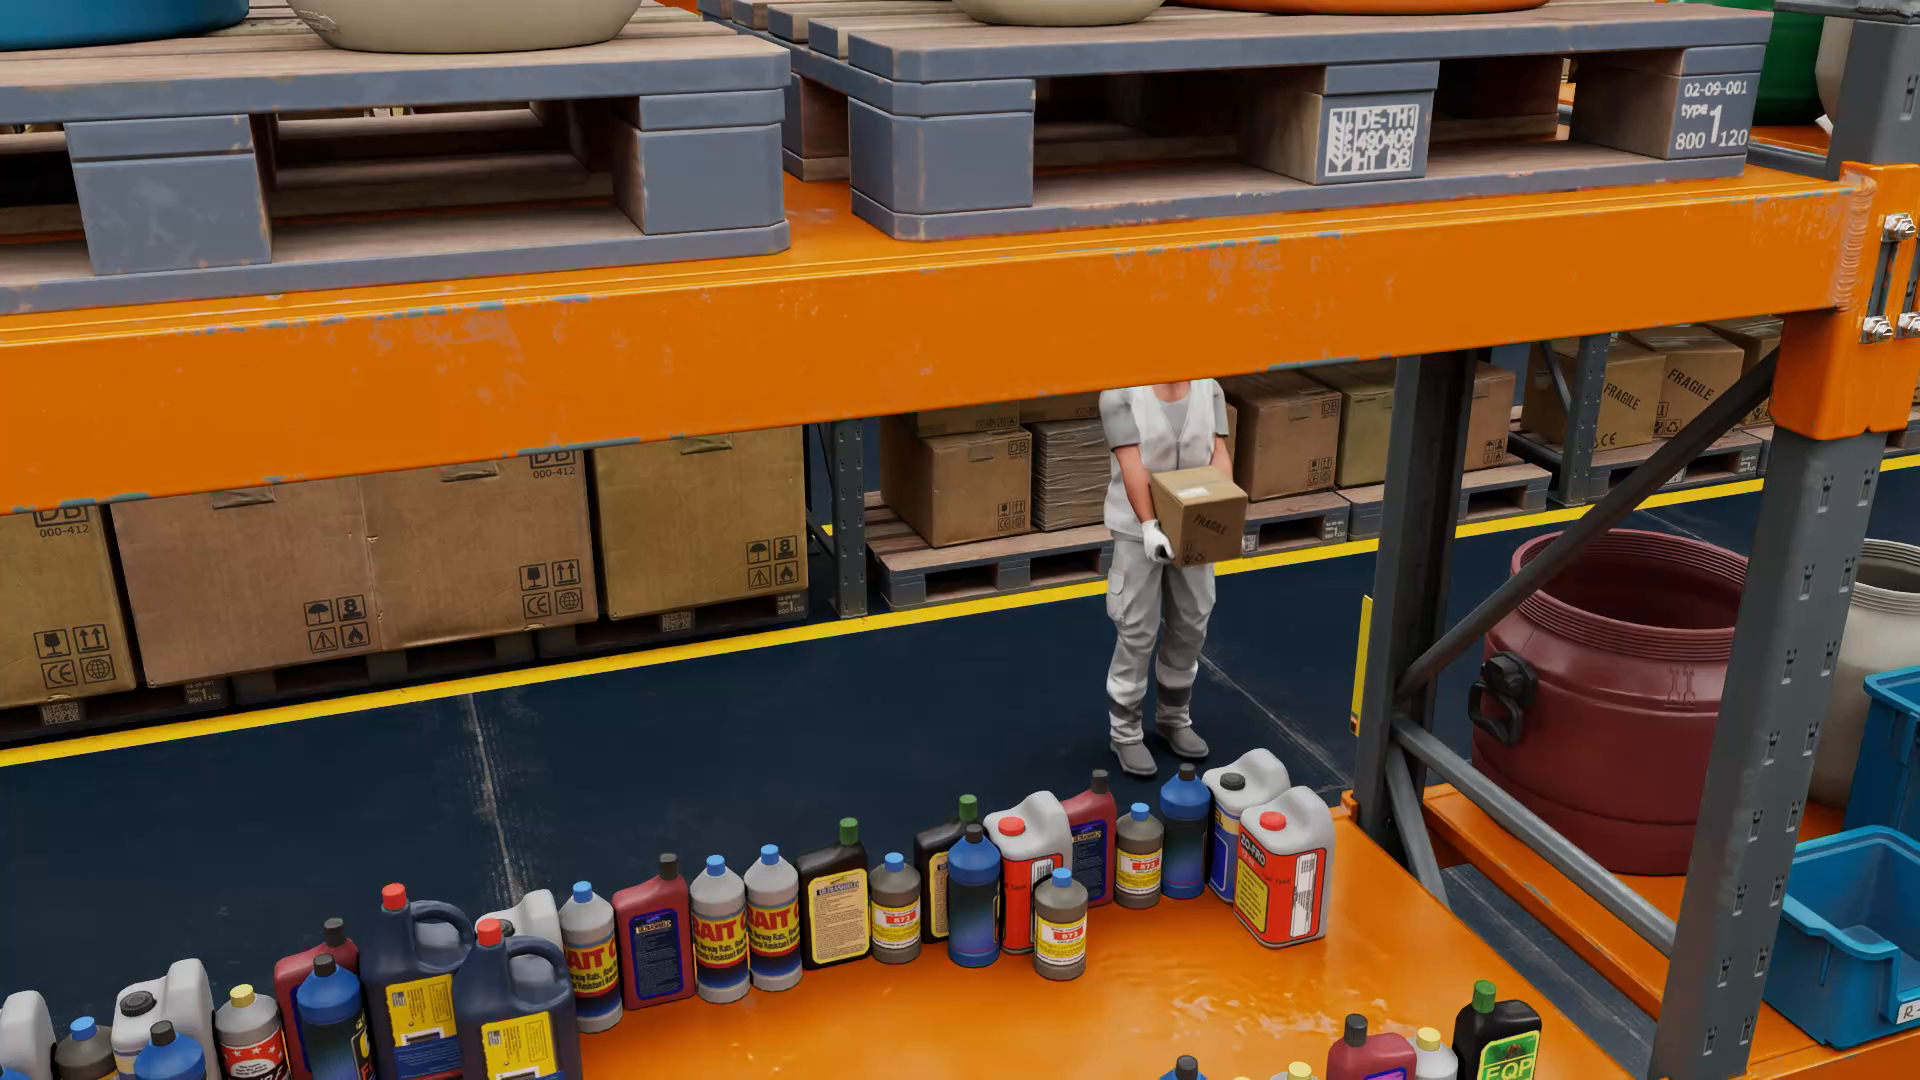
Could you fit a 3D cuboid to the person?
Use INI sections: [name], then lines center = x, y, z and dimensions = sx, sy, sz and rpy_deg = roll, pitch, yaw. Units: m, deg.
[person]
center = 0.776, 0.008, 6.048
dimensions = 0.494, 1.783, 0.563
rpy_deg = -8, 24, -19
